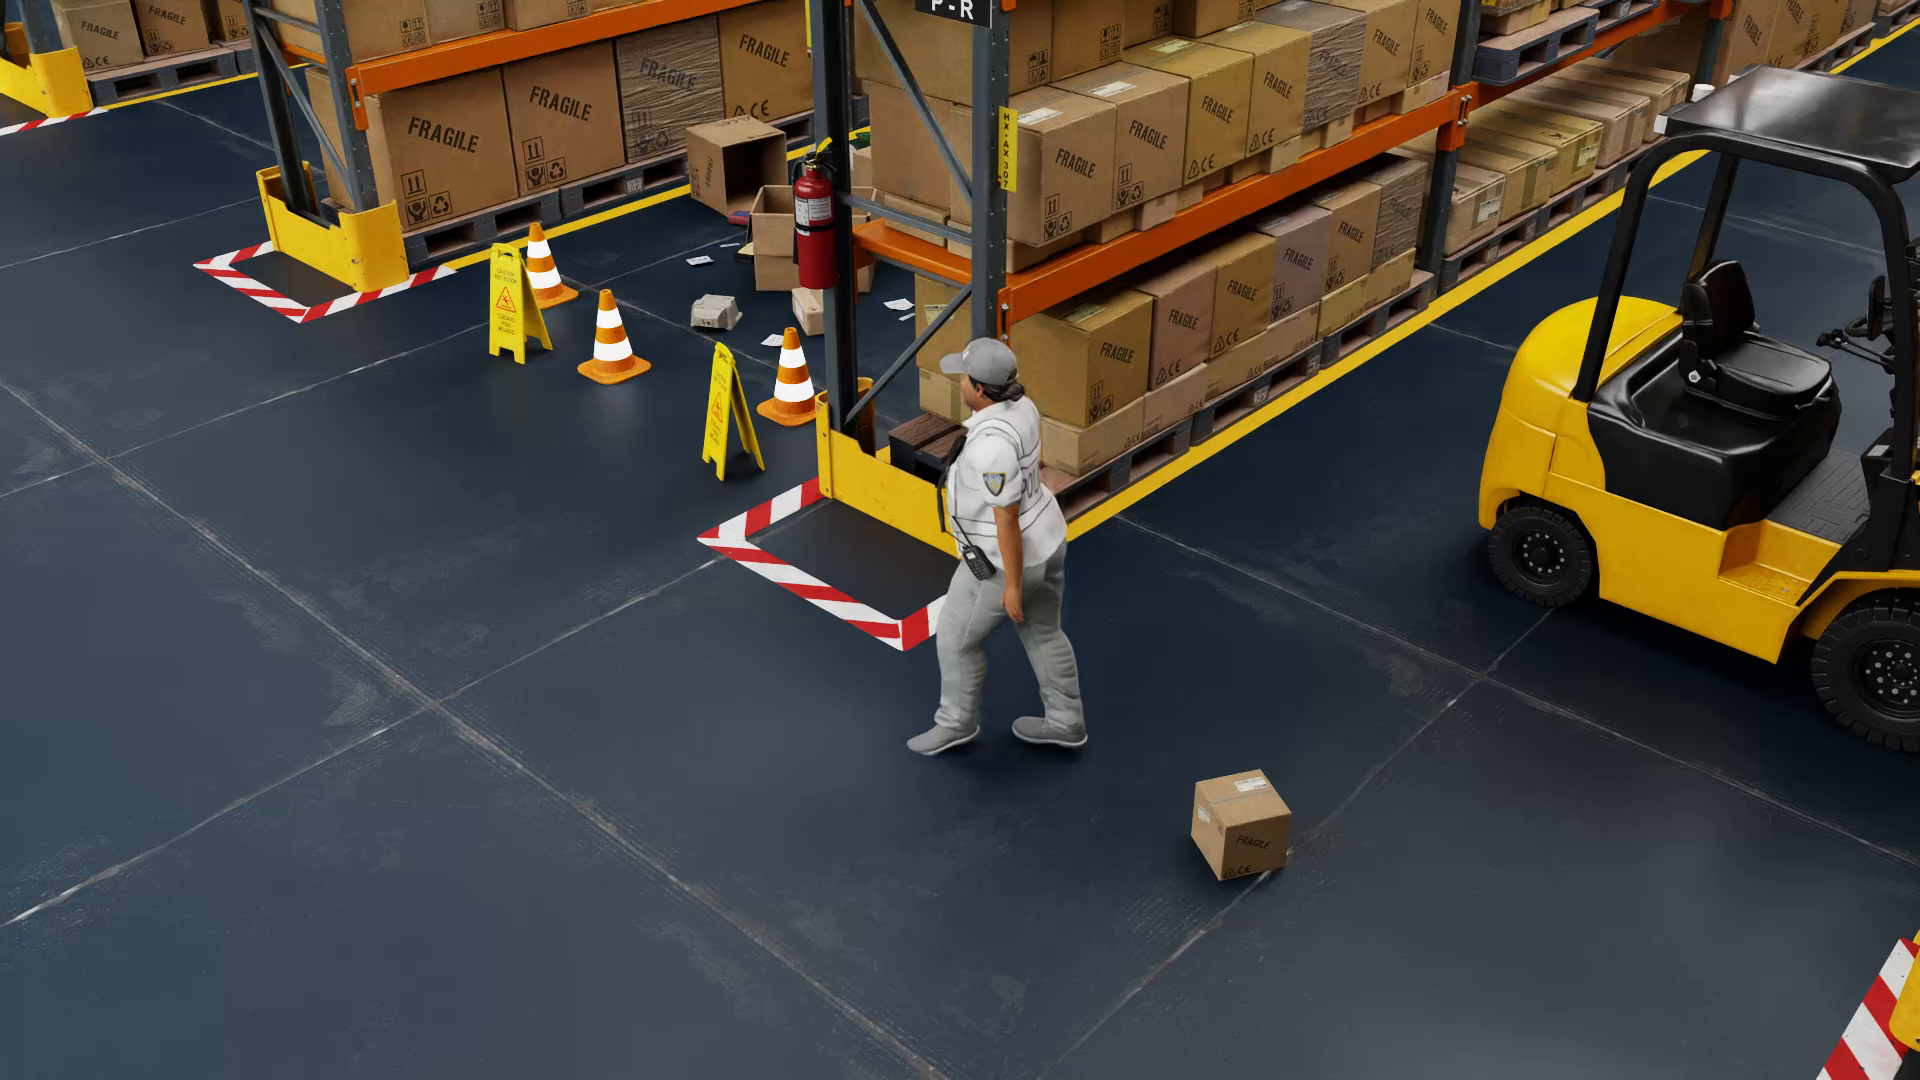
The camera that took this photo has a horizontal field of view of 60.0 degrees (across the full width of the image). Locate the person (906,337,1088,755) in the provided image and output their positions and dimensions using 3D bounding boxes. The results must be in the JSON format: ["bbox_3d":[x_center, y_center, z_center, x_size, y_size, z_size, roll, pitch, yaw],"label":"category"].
[{"bbox_3d":[0.175,0.068,6.057,0.661,1.692,0.507,13,34,20],"label":"person"}]
